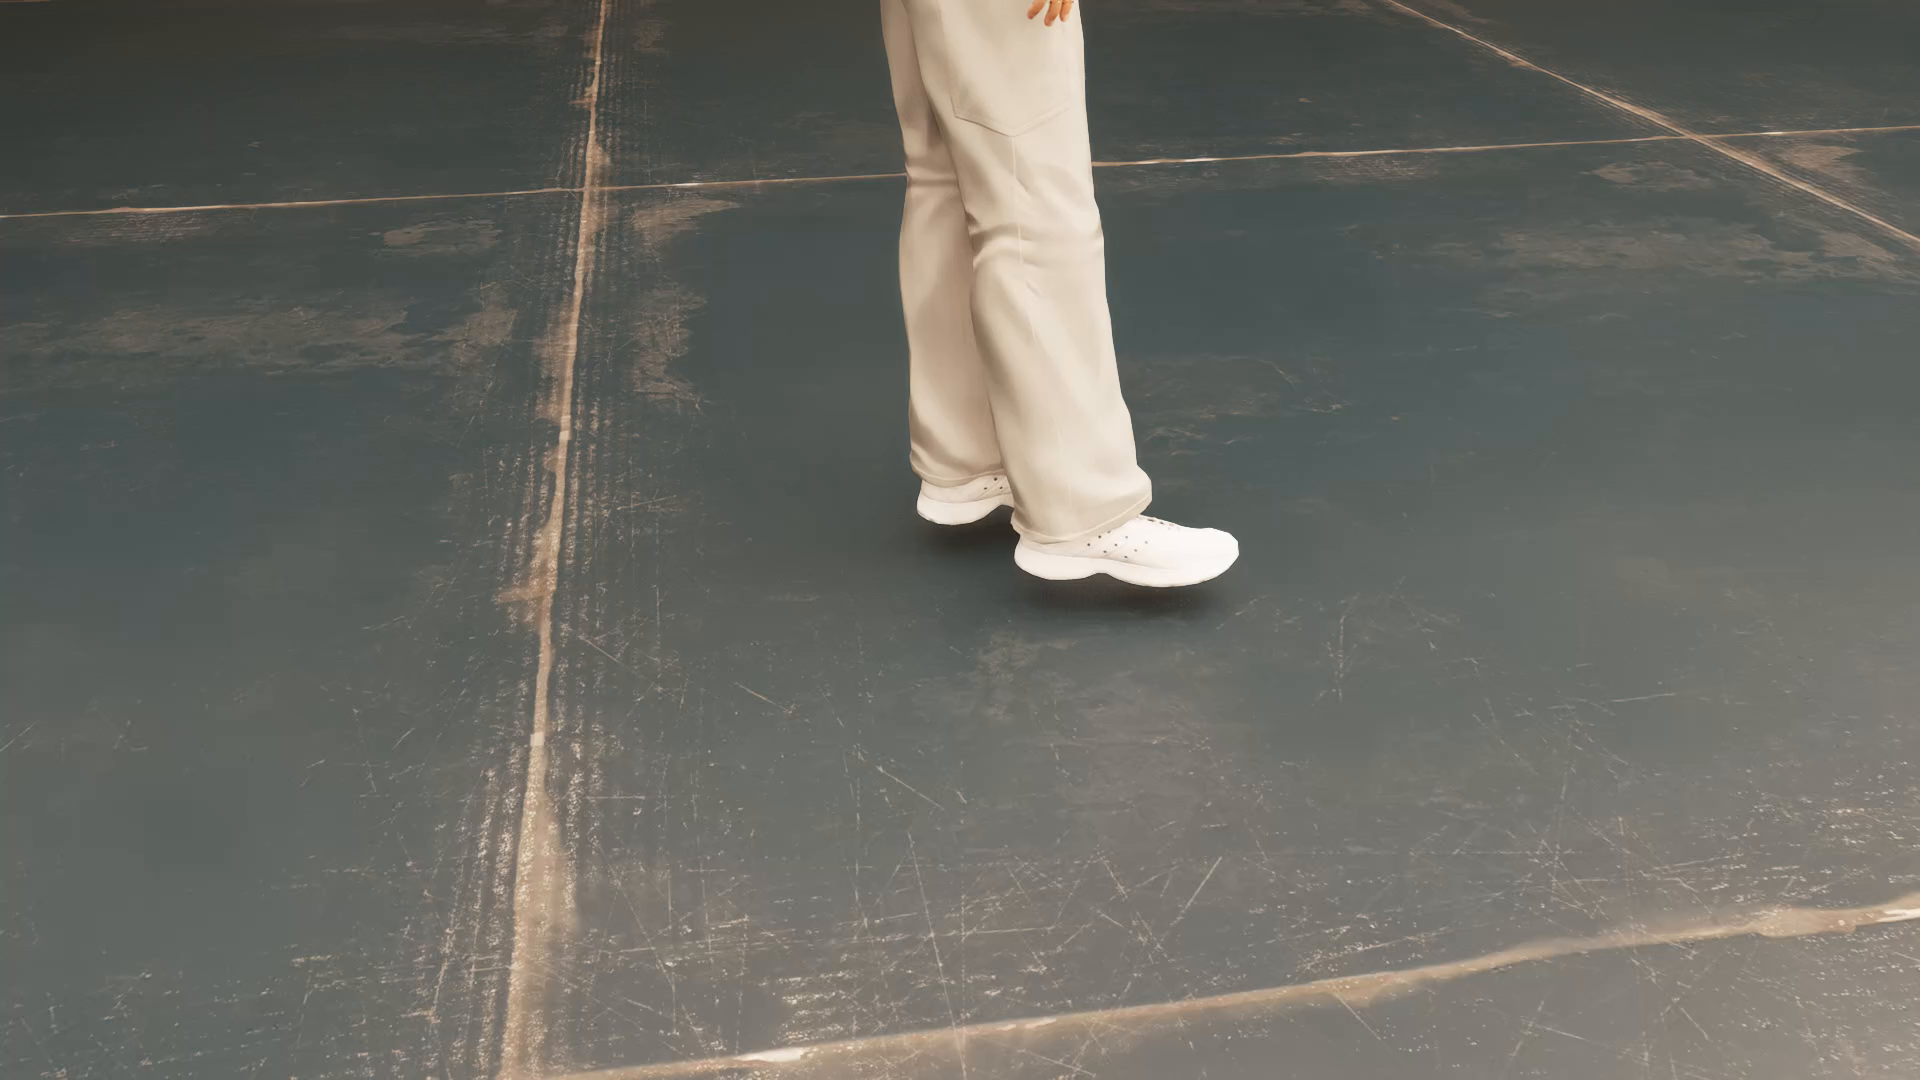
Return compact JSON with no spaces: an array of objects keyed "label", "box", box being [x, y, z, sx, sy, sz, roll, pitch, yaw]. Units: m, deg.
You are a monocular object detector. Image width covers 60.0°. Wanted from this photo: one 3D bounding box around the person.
[{"label":"person","box":[0.075,-0.777,2.087,0.547,1.662,0.549,-5,28,-9]}]
